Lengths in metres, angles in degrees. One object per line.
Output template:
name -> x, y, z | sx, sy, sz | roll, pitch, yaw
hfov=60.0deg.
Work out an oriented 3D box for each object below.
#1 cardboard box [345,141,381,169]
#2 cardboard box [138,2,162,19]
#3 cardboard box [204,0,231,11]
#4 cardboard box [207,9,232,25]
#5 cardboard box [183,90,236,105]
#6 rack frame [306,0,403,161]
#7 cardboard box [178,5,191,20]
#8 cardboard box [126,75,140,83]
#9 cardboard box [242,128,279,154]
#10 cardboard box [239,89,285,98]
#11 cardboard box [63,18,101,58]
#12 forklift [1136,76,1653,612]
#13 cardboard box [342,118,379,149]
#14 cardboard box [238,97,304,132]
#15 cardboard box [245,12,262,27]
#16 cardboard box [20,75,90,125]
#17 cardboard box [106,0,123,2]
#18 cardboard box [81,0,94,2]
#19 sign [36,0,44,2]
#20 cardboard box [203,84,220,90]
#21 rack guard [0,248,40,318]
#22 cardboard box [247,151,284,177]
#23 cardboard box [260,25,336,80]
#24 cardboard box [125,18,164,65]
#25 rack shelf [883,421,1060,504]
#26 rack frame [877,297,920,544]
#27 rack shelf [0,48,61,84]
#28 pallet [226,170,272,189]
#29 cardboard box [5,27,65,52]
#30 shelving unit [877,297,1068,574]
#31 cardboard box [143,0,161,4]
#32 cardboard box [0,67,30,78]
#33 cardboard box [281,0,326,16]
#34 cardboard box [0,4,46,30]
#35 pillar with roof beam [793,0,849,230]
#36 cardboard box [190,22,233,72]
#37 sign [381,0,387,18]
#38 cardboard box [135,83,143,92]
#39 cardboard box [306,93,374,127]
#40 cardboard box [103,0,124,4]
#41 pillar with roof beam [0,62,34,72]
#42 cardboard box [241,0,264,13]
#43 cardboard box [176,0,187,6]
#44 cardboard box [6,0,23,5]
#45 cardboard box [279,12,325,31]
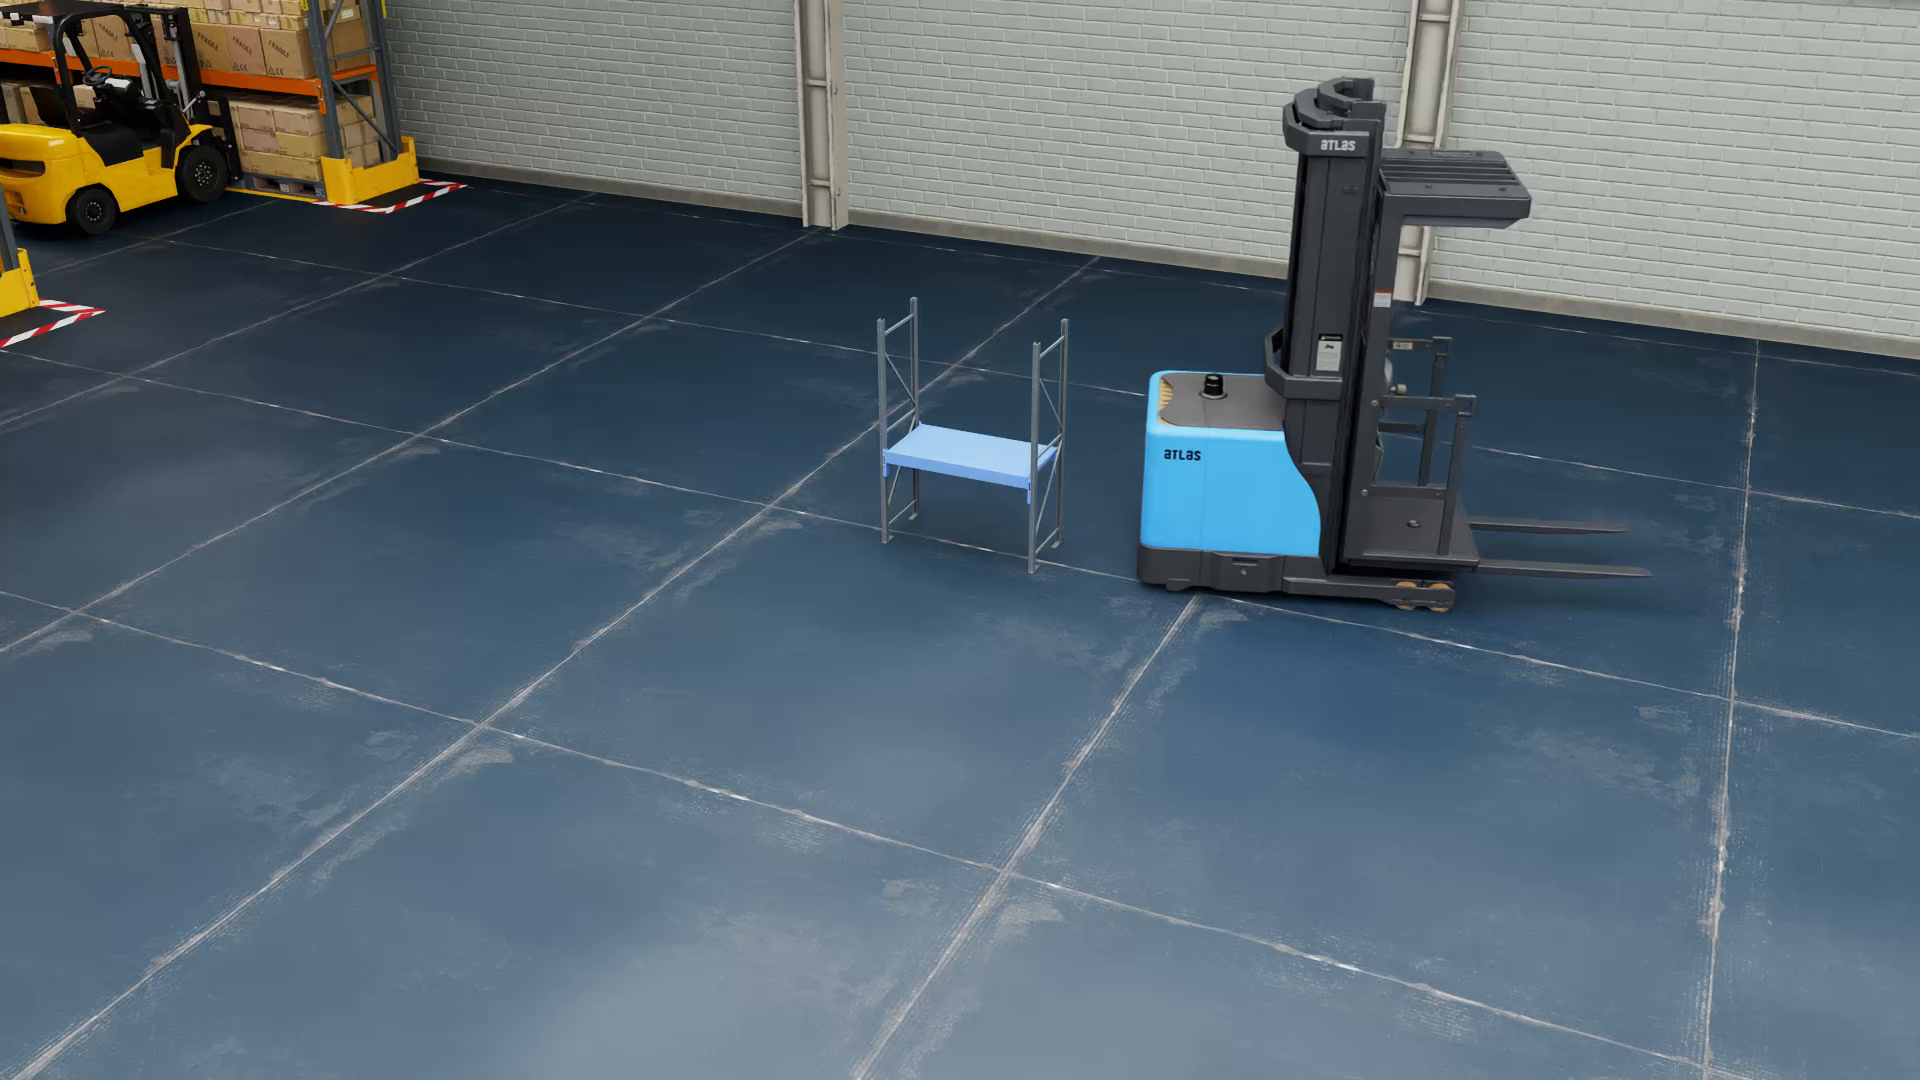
cardboard box -> -6.973, -4.394, 18.915 | 0.500, 0.250, 0.500 | 11, 28, 22
cardboard box -> -8.913, -5.928, 18.547 | 0.250, 0.149, 0.380 | 10, 28, 20
cardboard box -> -7.986, -5.868, 18.089 | 0.250, 0.149, 0.380 | 12, 29, 23
cardboard box -> -7.978, -5.743, 18.172 | 0.250, 0.149, 0.380 | 10, 28, 20
cardboard box -> -8.544, -4.907, 18.827 | 0.500, 0.250, 0.500 | 11, 28, 21
rack frame -> -6.607, -5.270, 18.059 | 0.127, 3.000, 1.000 | 11, 28, 22
cardboard box -> -8.406, -5.863, 18.416 | 0.250, 0.149, 0.380 | 11, 28, 21
cardboard box -> -9.720, -5.393, 19.813 | 0.500, 0.250, 0.500 | 12, 29, 23
cardboard box -> -7.631, -4.509, 18.583 | 0.500, 0.250, 0.500 | 11, 28, 21
cardboard box -> -7.873, -5.023, 19.063 | 0.500, 0.250, 0.500 | 11, 28, 21
cardboard box -> -9.952, -5.860, 19.144 | 0.500, 0.500, 0.500 | 11, 28, 20
forklift -> 2.634, -1.138, 9.743 | 3.031, 2.935, 1.130 | 3, 26, 7
cardboard box -> -6.949, -4.619, 18.807 | 0.500, 0.250, 0.500 | 12, 29, 23
cardboard box -> -7.622, -4.723, 18.454 | 0.500, 0.250, 0.500 | 12, 29, 23
cardboard box -> -7.494, -5.664, 18.010 | 0.250, 0.149, 0.380 | 12, 29, 23
cardboard box -> -10.728, -5.216, 20.161 | 0.625, 0.625, 0.875 | 13, 29, 24
cardboard box -> -9.377, -6.150, 18.662 | 0.250, 0.149, 0.380 | 12, 29, 23
cardboard box -> -9.830, -6.127, 18.951 | 0.250, 0.149, 0.380 | 12, 29, 23
sign -> -10.464, -6.266, 18.859 | 0.005, 0.325, 0.100 | 11, 28, 22
cardboard box -> -8.798, -5.208, 19.438 | 0.500, 0.250, 0.500 | 12, 28, 22
rack guard -> -8.727, -2.166, 14.584 | 0.348, 0.500, 1.175 | 11, 28, 22
cardboard box -> -7.614, -4.279, 18.682 | 0.500, 0.250, 0.500 | 11, 28, 22
cardboard box -> -7.163, -5.300, 18.005 | 0.500, 0.500, 0.500 | 11, 28, 21
cardboard box -> -9.010, -5.680, 18.777 | 0.500, 0.500, 0.500 | 11, 28, 21
rack shelf -> 0.078, -0.496, 10.467 | 1.000, 0.185, 0.538 | 11, 28, 22
rack frame -> -0.385, -0.750, 10.576 | 0.032, 1.500, 0.500 | 11, 28, 22
rack shelf -> -12.069, -6.045, 20.446 | 4.000, 0.370, 1.077 | 11, 28, 22
pallet -> -8.427, -4.366, 19.379 | 1.213, 0.211, 1.003 | 11, 28, 22
cardboard box -> -10.815, -5.921, 19.551 | 0.500, 0.250, 0.500 | 12, 29, 23
shelving unit -> 0.078, -0.657, 10.387 | 1.048, 1.500, 0.538 | 11, 28, 22
cardboard box -> -8.875, -6.090, 18.539 | 0.250, 0.149, 0.380 | 11, 28, 22
cardboard box -> -12.116, -5.497, 20.732 | 0.625, 0.625, 0.875 | 10, 28, 20
cardboard box -> -7.020, -5.720, 17.788 | 0.250, 0.149, 0.380 | 11, 28, 22
cardboard box -> -10.801, -6.146, 19.440 | 0.500, 0.250, 0.500 | 11, 28, 21
pillar with roof beam -> -3.188, -5.623, 11.984 | 0.400, 9.000, 9.100 | 11, 28, 22
cardboard box -> -8.099, -5.492, 18.395 | 0.500, 0.500, 0.500 | 11, 28, 21
sign -> -6.372, -5.916, 18.301 | 0.005, 0.325, 0.100 | 11, 28, 22
cardboard box -> -9.476, -5.093, 19.204 | 0.500, 0.250, 0.500 | 11, 28, 22
cardboard box -> -6.966, -4.838, 18.685 | 0.500, 0.250, 0.500 | 11, 28, 21
cardboard box -> -9.388, -6.015, 18.724 | 0.250, 0.149, 0.380 | 12, 29, 23
pillar with roof beam -> -14.111, -7.818, 16.441 | 0.400, 9.000, 9.100 | 11, 28, 22
cardboard box -> -7.507, -5.790, 17.930 | 0.250, 0.149, 0.380 | 12, 29, 23
cardboard box -> -8.419, -5.998, 18.353 | 0.250, 0.149, 0.380 | 12, 29, 23
cardboard box -> -10.893, -6.351, 19.405 | 0.250, 0.149, 0.380 | 11, 28, 21
cardboard box -> -7.038, -5.557, 17.793 | 0.250, 0.149, 0.380 | 12, 29, 23
